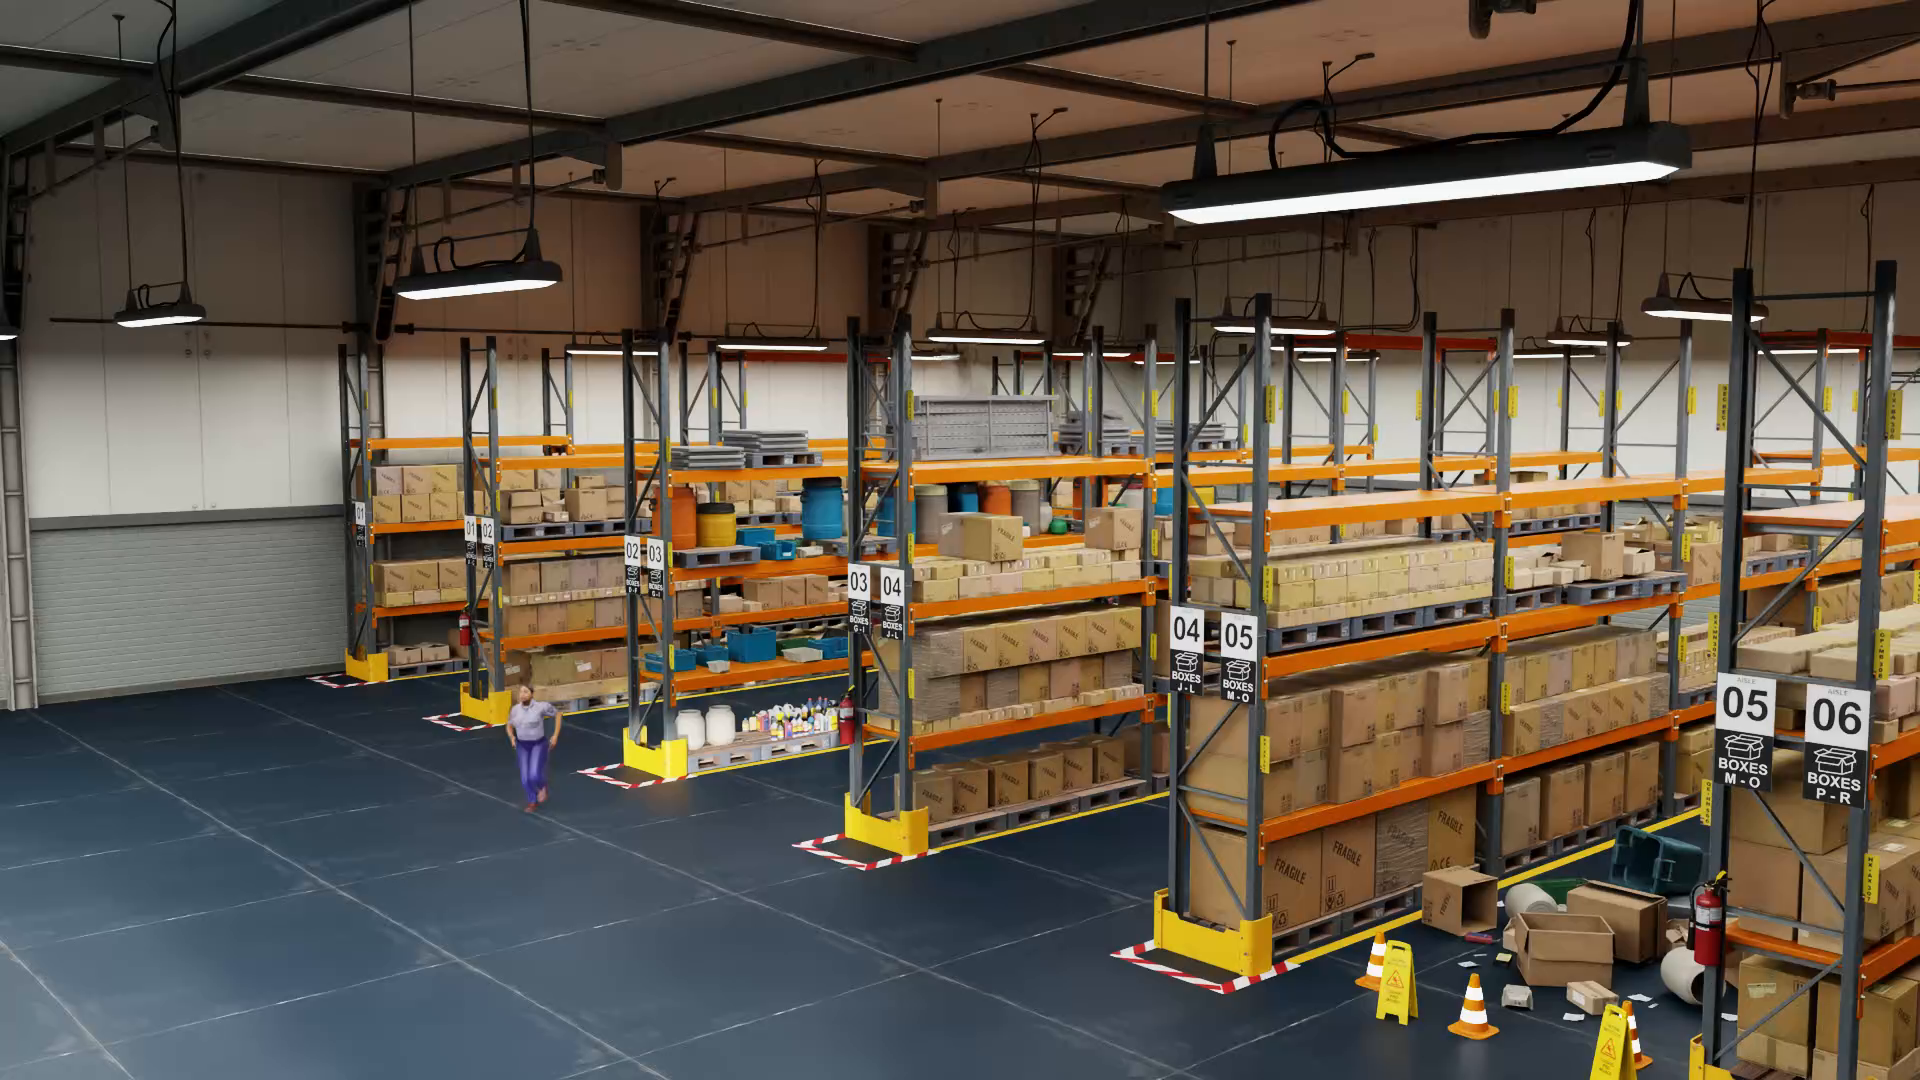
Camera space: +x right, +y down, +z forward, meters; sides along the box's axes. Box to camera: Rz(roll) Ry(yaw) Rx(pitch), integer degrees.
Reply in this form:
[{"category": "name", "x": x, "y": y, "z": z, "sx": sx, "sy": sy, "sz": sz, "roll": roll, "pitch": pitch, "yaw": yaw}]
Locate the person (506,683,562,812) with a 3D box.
[{"category": "person", "x": -5.238, "y": 2.553, "z": 20.337, "sx": 0.629, "sy": 1.607, "sz": 0.658, "roll": 1, "pitch": 5, "yaw": 7}]
